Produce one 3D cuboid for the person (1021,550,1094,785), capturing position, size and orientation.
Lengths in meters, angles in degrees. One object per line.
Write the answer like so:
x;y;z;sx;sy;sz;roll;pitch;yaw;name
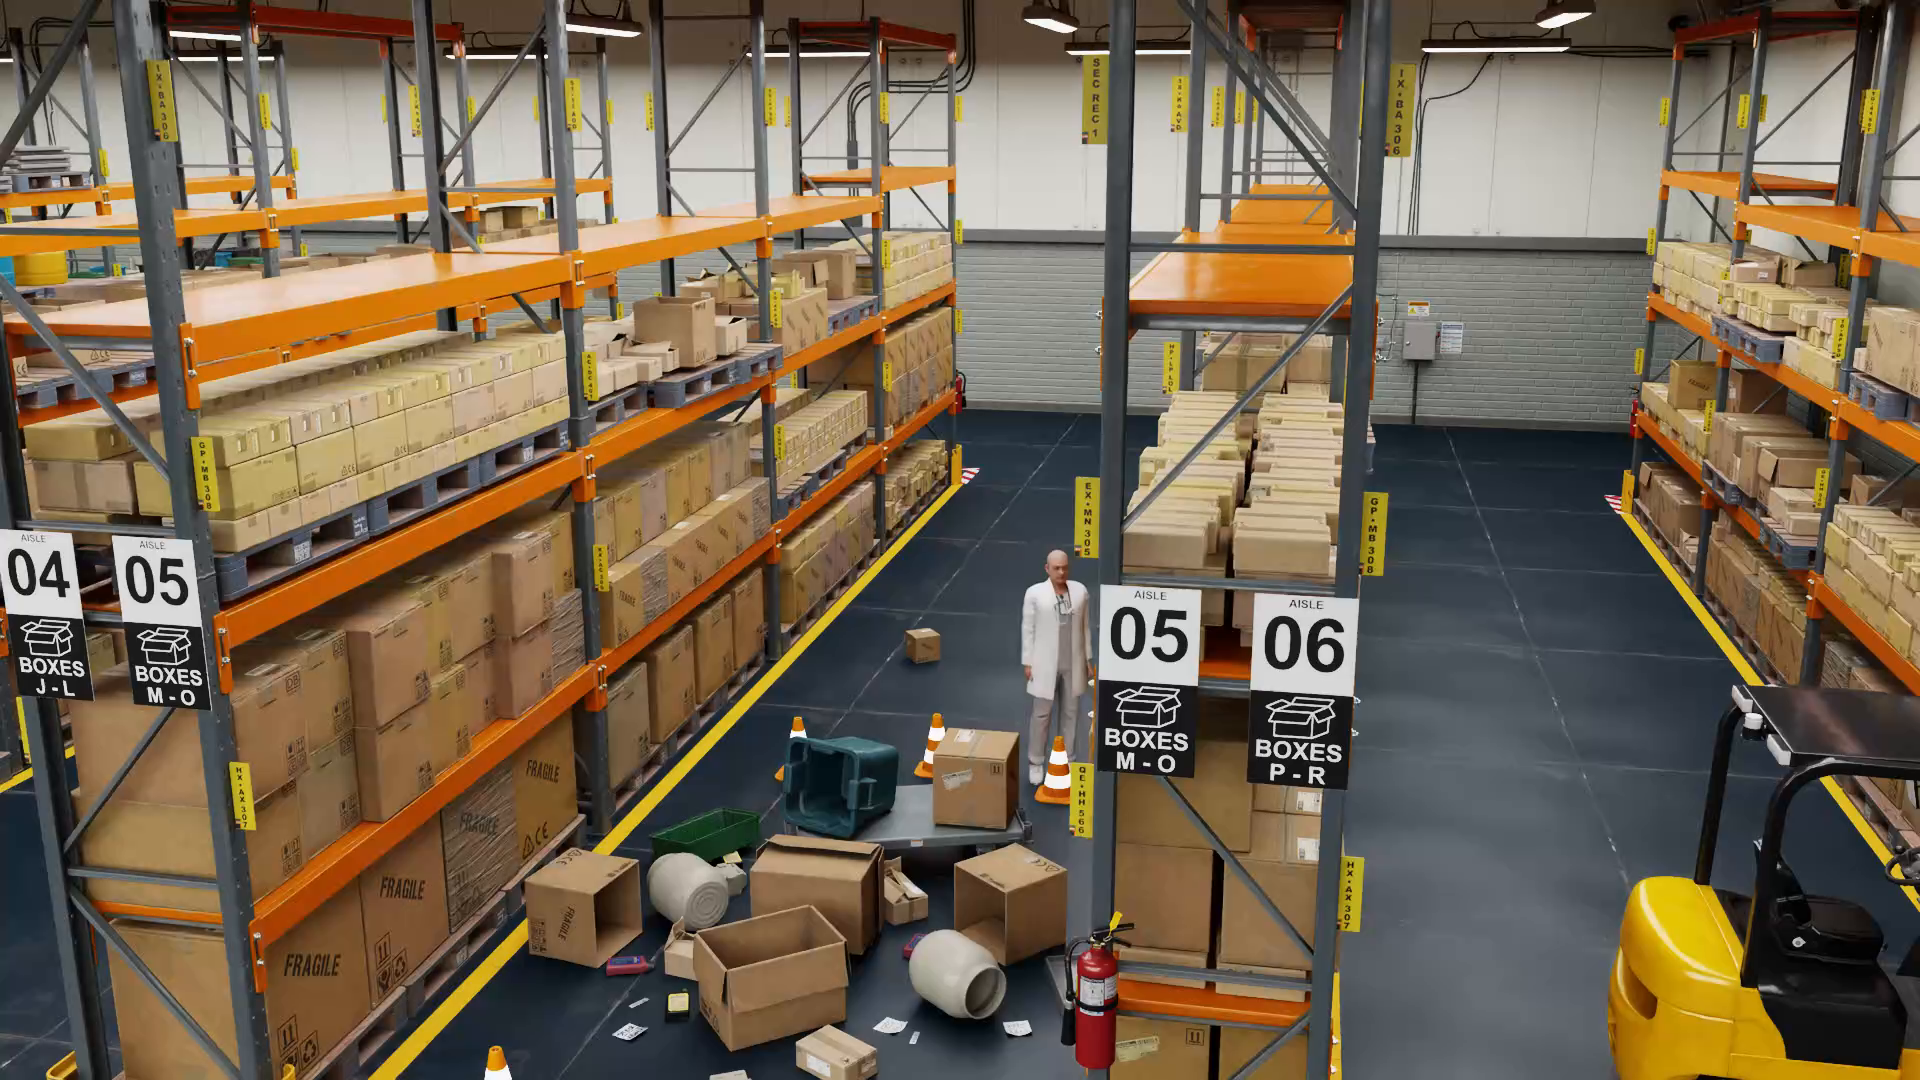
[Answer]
0.765;1.016;12.773;0.575;1.717;0.385;-4;15;-16;person
